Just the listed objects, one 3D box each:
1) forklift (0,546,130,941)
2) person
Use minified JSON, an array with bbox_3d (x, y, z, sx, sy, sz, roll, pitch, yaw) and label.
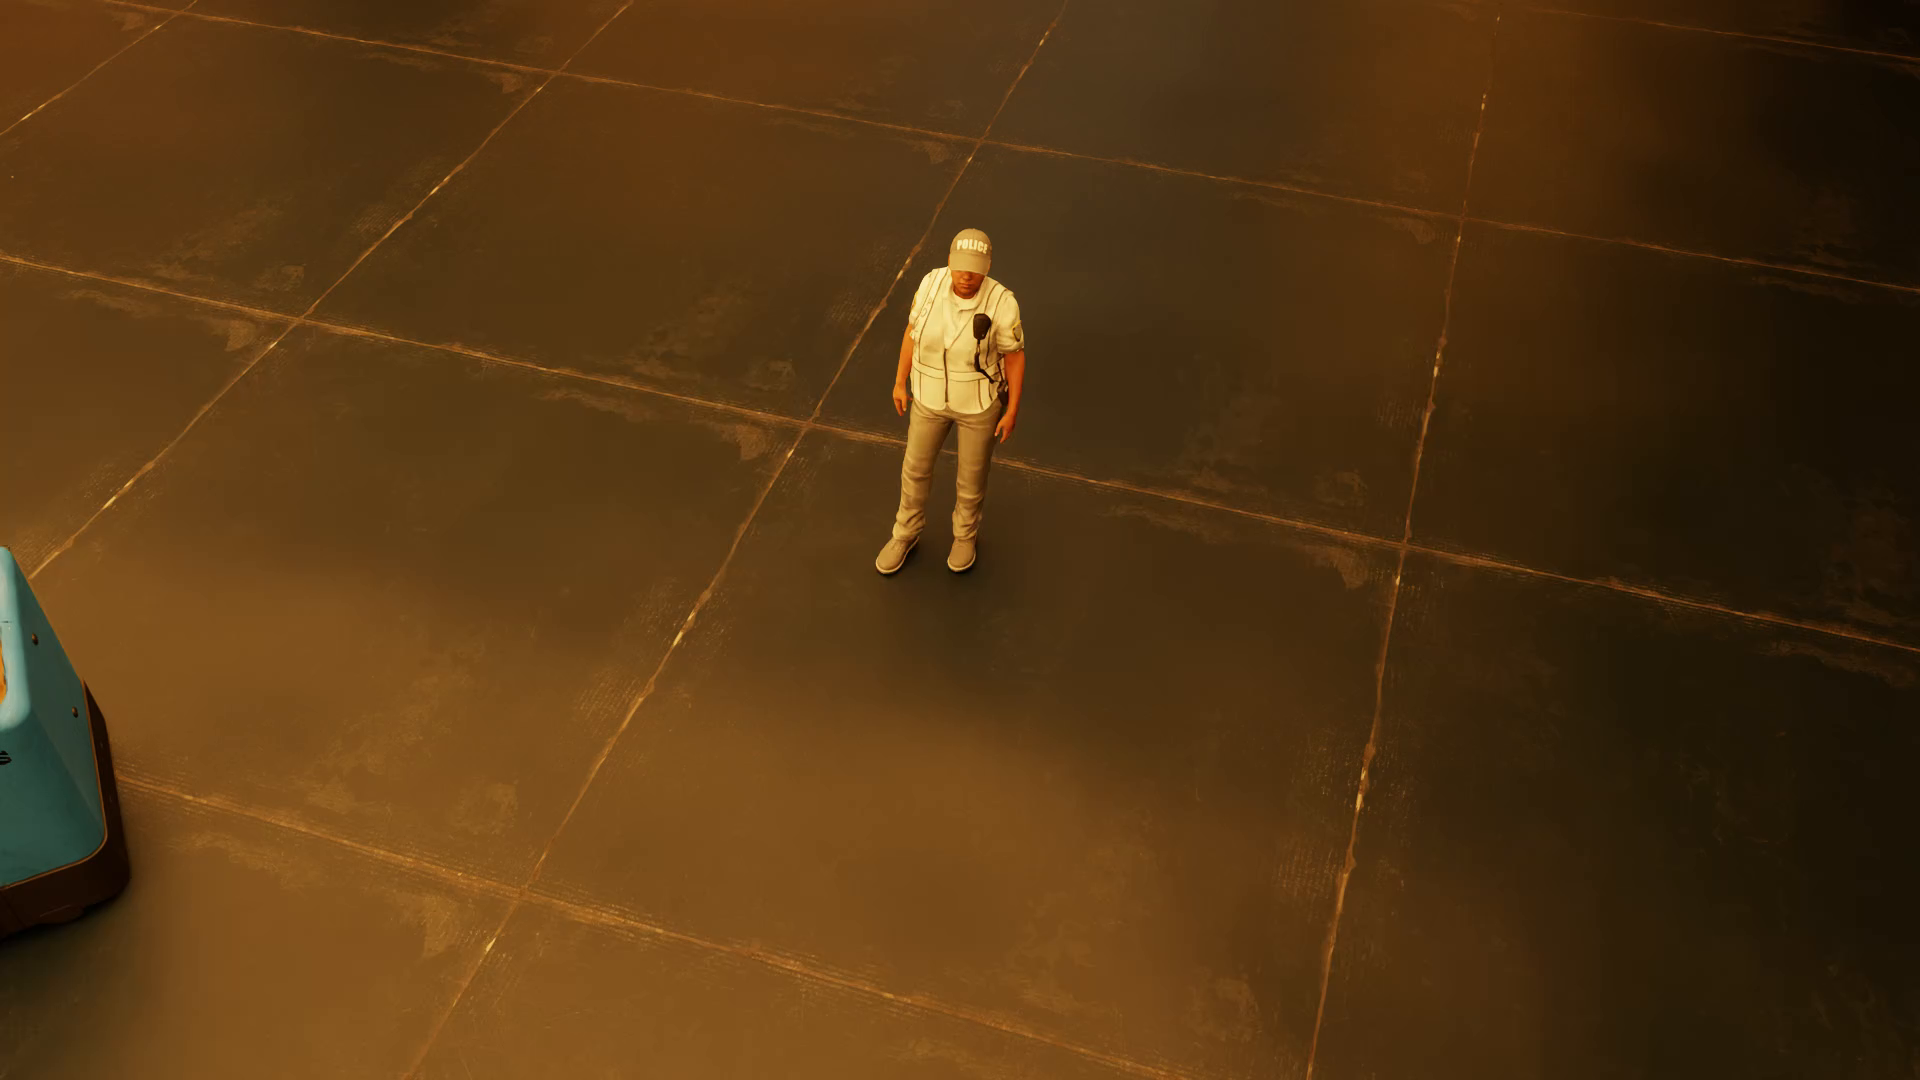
[{"bbox_3d":[-4.726,0.452,5.203,3.031,2.935,1.130,-19,46,-19],"label":"forklift"},{"bbox_3d":[-0.045,-0.570,7.220,0.598,1.670,0.529,12,44,13],"label":"person"}]
